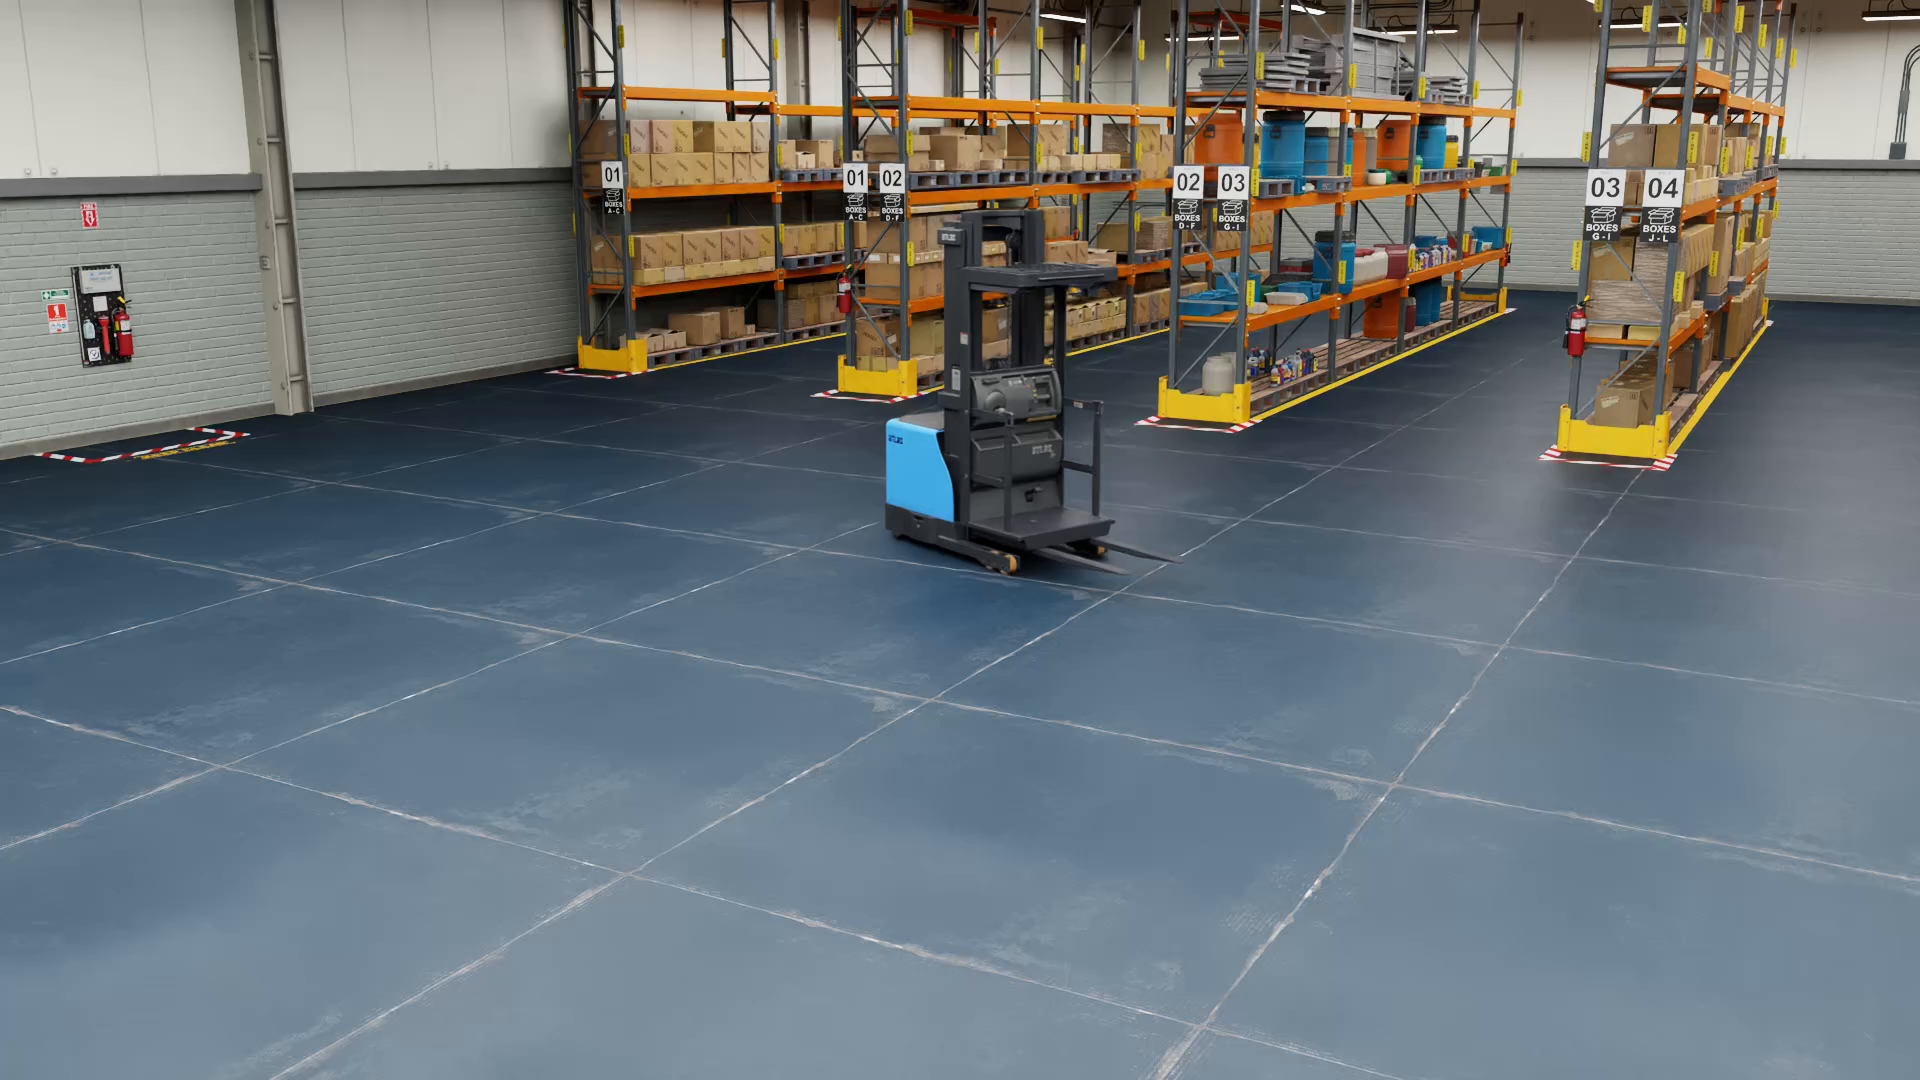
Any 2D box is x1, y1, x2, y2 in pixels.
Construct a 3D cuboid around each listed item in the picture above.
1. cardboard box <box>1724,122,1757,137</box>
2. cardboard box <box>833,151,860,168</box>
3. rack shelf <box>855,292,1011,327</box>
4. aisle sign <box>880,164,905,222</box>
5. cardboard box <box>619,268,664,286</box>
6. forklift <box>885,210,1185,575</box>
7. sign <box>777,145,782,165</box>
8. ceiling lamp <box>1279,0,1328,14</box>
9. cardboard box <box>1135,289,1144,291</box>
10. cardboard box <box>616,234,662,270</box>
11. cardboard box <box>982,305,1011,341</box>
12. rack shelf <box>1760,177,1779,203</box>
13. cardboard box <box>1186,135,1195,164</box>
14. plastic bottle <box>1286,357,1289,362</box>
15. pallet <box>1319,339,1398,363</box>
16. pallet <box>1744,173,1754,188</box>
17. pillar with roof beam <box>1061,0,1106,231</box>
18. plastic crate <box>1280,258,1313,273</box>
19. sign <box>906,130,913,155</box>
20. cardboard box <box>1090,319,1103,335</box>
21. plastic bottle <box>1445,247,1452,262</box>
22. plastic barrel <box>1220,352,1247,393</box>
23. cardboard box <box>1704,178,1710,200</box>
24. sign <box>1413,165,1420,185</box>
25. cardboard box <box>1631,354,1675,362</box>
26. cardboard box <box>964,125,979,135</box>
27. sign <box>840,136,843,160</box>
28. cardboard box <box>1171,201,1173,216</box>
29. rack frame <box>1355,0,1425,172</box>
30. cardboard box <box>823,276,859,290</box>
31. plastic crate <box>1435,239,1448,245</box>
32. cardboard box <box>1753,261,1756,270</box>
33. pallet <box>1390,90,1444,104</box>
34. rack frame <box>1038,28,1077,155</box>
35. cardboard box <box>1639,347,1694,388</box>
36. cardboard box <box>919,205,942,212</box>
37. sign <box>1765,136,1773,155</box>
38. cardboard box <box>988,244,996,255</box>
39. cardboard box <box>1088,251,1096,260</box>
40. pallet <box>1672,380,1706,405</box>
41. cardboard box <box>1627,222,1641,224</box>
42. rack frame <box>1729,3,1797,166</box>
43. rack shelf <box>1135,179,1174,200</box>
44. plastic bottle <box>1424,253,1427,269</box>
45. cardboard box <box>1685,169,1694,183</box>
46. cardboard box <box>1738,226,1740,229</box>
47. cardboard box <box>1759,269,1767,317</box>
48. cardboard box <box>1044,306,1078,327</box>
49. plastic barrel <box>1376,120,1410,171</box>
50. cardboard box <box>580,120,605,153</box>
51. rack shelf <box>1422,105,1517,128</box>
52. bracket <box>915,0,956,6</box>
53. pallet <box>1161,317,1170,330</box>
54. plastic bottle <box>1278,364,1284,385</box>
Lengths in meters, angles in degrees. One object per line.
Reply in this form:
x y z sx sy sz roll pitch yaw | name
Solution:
13.761 -7.235 29.319 0.500 0.250 0.500 6 15 24 | cardboard box
-2.349 -7.044 31.188 0.797 0.503 0.637 10 17 36 | cardboard box
-0.204 -3.640 25.267 1.077 0.370 4.000 7 15 28 | rack shelf
-0.934 -4.795 22.976 0.394 0.787 0.004 7 15 28 | aisle sign
-4.995 -4.141 26.087 0.500 0.250 0.500 7 15 26 | cardboard box
0.619 -1.267 14.034 1.130 2.935 3.031 -10 17 -37 | forklift
-3.096 -6.610 28.549 0.100 0.325 0.005 7 15 28 | sign
6.591 -11.317 30.322 0.800 3.185 2.000 7 15 28 | ceiling lamp
3.194 -4.544 31.877 0.500 0.500 0.500 7 15 26 | cardboard box
-5.015 -4.505 25.998 0.500 0.500 0.500 7 15 28 | cardboard box
0.478 -3.411 26.152 0.500 0.500 0.500 7 15 28 | cardboard box
14.267 -6.437 30.469 1.077 0.370 4.000 7 15 28 | rack shelf
4.322 -7.706 32.874 0.600 0.600 0.600 6 15 23 | cardboard box
4.687 -2.467 23.725 0.061 0.283 0.133 7 15 28 | plastic bottle
6.623 -3.149 27.643 1.003 0.211 1.213 7 15 28 | pallet
11.632 -5.602 25.873 1.213 0.211 1.003 8 16 31 | pallet
6.542 -10.503 39.399 9.100 9.000 0.548 7 15 28 | pillar with roof beam
5.064 -4.003 25.102 0.402 0.464 0.583 7 15 28 | plastic crate
-0.688 -5.437 22.751 0.100 0.325 0.005 7 15 28 | sign
2.164 -3.744 29.132 0.500 0.250 0.500 8 16 29 | cardboard box
9.057 -5.302 30.889 0.152 0.276 0.135 7 15 28 | plastic bottle
3.657 -2.259 22.414 0.421 0.512 0.421 0 14 0 | plastic barrel
8.938 -4.328 20.506 0.500 0.250 0.500 7 15 28 | cardboard box
7.516 -6.005 27.366 0.100 0.325 0.005 7 15 28 | sign
9.205 -2.188 22.148 0.500 0.500 0.500 7 15 26 | cardboard box
0.426 -8.774 36.239 0.500 0.500 0.500 7 15 28 | cardboard box
-1.639 -5.494 23.301 0.100 0.325 0.005 7 15 28 | sign
4.648 -6.709 34.116 0.500 0.500 0.500 7 15 28 | cardboard box
7.031 -7.575 27.254 1.000 3.000 0.127 7 15 28 | rack frame
-2.274 -4.881 31.674 0.500 0.250 0.500 8 16 29 | cardboard box
9.709 -5.903 33.347 0.416 0.233 0.300 7 15 28 | plastic crate
13.735 -4.819 29.159 0.380 0.149 0.250 7 15 28 | cardboard box
7.407 -7.433 27.923 1.213 0.211 1.003 7 15 28 | pallet
2.226 -10.339 38.718 1.000 3.000 0.127 7 15 28 | rack frame
9.749 -2.399 22.980 0.700 0.500 0.500 6 15 24 | cardboard box
-0.699 -6.626 33.627 0.500 0.250 0.500 7 15 28 | cardboard box
13.780 -6.721 28.338 0.100 0.325 0.005 7 15 28 | sign
0.326 -4.475 25.600 0.380 0.149 0.250 7 15 28 | cardboard box
2.095 -5.016 29.629 0.500 0.311 0.500 7 15 27 | cardboard box
9.808 -2.081 23.216 1.003 0.211 1.213 7 15 28 | pallet
8.993 -3.893 21.799 0.500 0.500 0.500 7 15 28 | cardboard box
15.234 -8.655 31.735 1.000 3.000 0.127 7 15 28 | rack frame
3.664 -6.740 31.723 1.077 0.370 4.000 7 15 28 | rack shelf
8.161 -4.906 29.258 0.097 0.271 0.097 0 14 0 | plastic bottle
8.045 -4.108 18.742 0.380 0.149 0.250 8 16 29 | cardboard box
12.052 -4.915 26.668 0.797 0.503 0.637 8 16 29 | cardboard box
14.995 -4.770 32.056 0.875 0.875 0.875 7 15 28 | cardboard box
1.677 -3.805 28.191 0.500 0.311 0.500 7 15 26 | cardboard box
7.308 -6.646 27.988 0.600 0.830 0.708 7 15 28 | plastic barrel
-5.529 -6.261 25.812 0.500 0.500 0.500 8 16 31 | cardboard box
9.932 -8.262 32.492 1.077 0.370 4.000 7 15 28 | rack shelf
-1.270 -10.852 33.168 0.076 0.066 4.783 7 15 28 | bracket
3.682 -4.263 32.267 1.003 0.211 1.213 7 15 28 | pallet
4.438 -2.292 22.997 0.061 0.283 0.133 8 16 29 | plastic bottle
